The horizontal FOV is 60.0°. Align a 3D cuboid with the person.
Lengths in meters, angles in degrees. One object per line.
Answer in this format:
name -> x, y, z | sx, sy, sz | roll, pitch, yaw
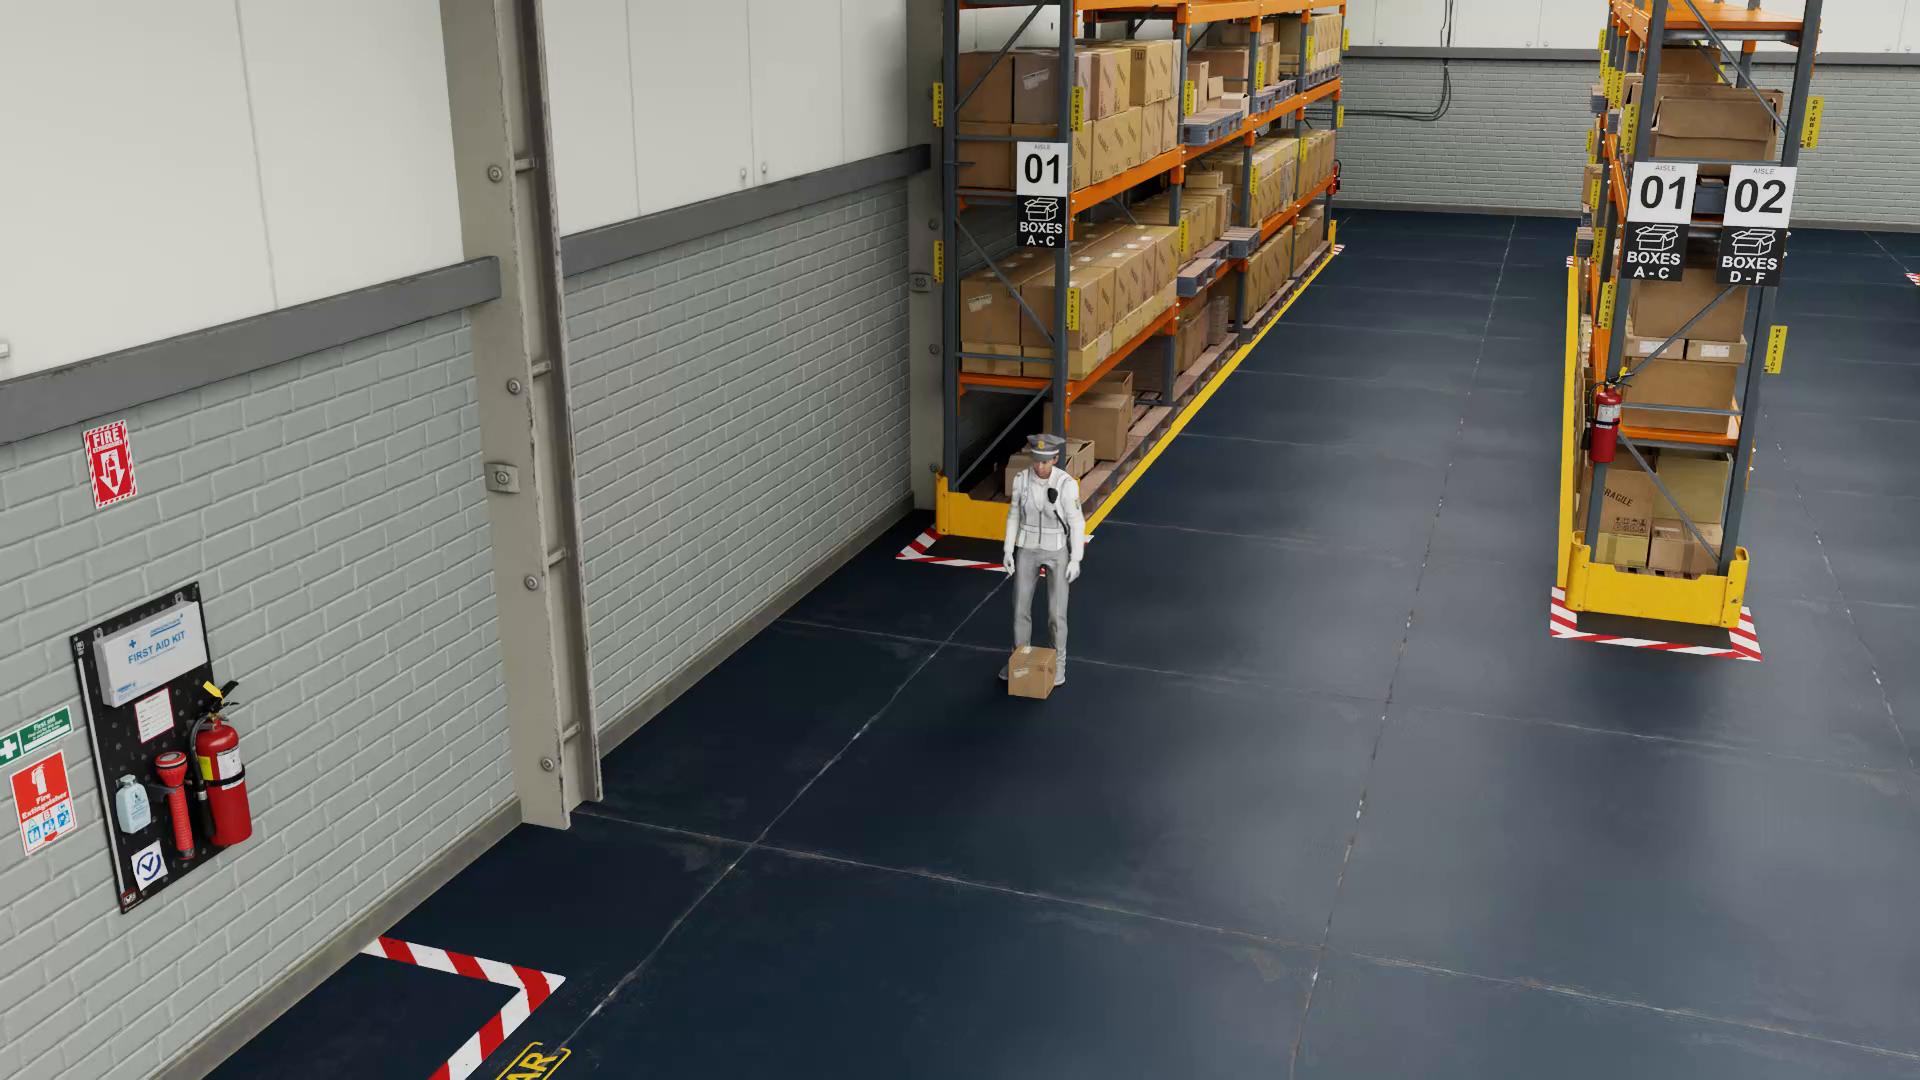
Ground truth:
person -> 0.533, 0.109, 10.738 | 0.527, 1.663, 0.375 | 6, 20, 18
